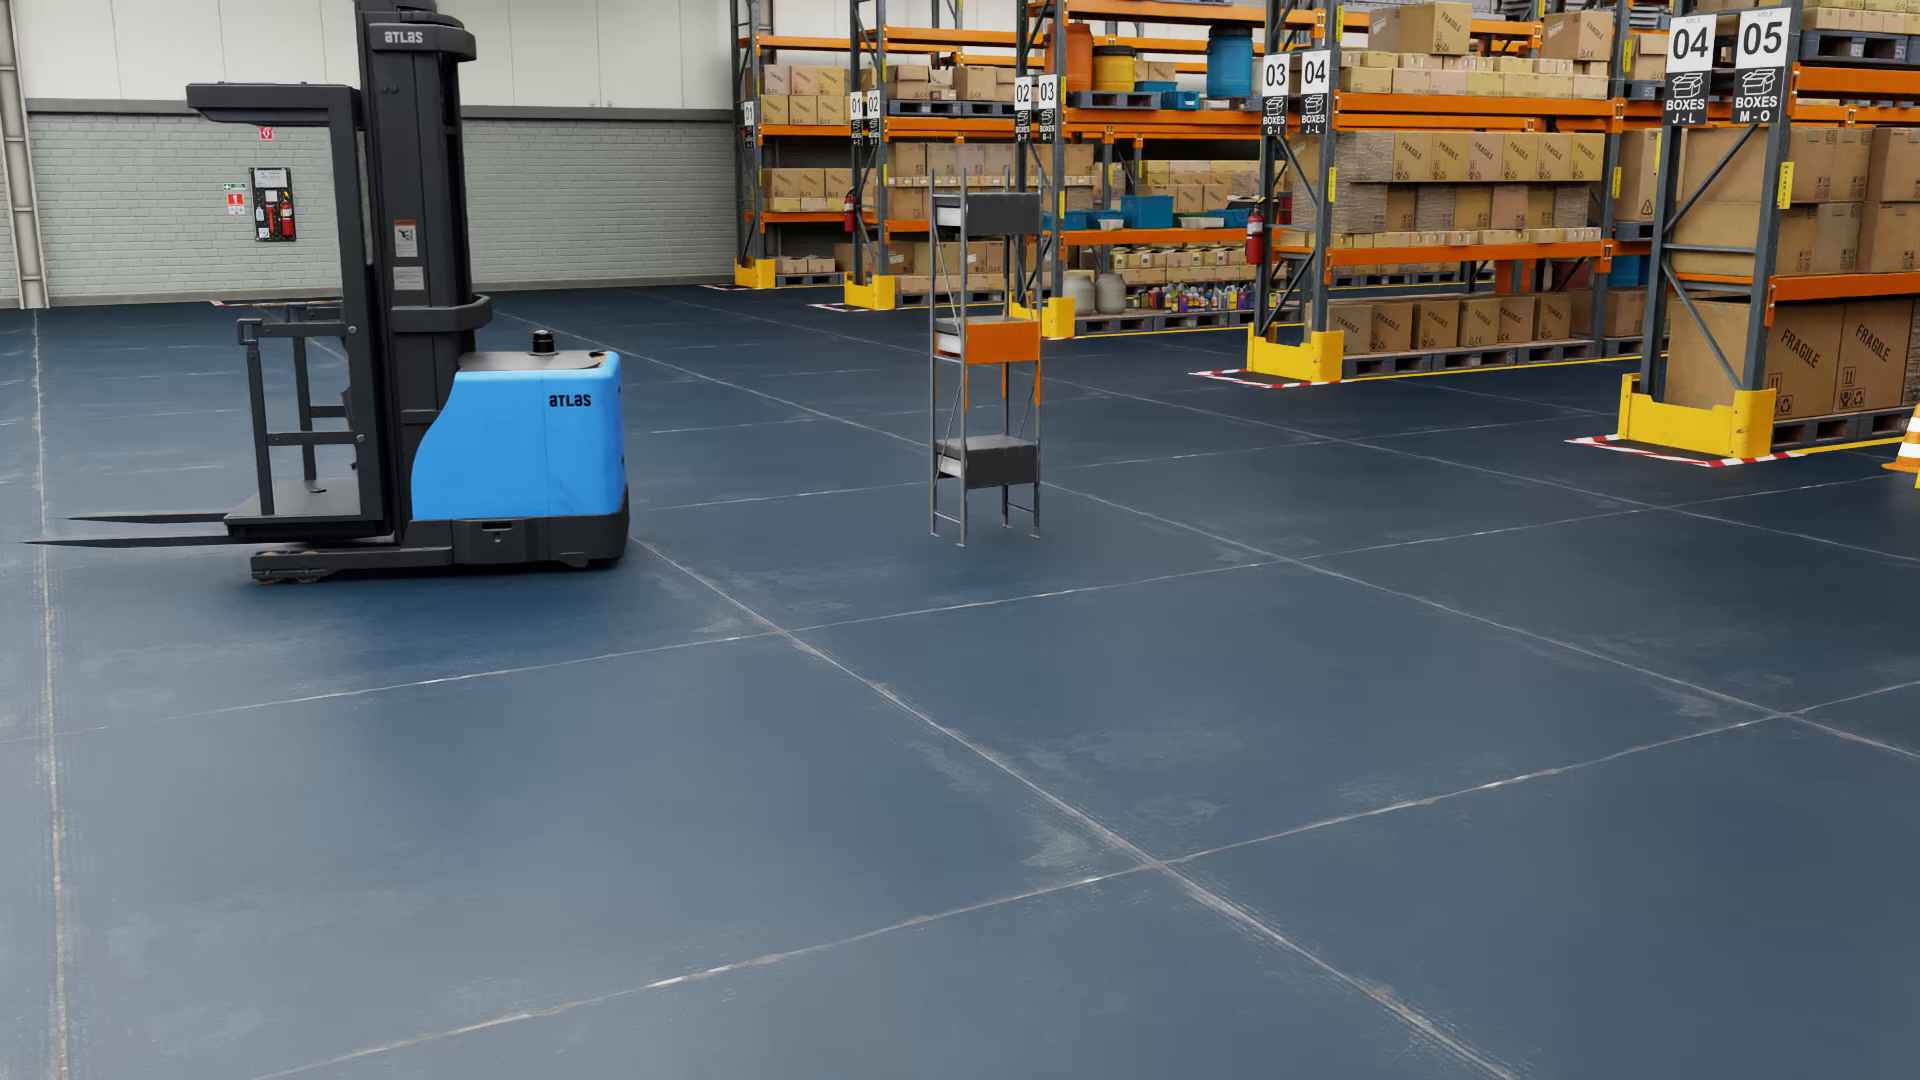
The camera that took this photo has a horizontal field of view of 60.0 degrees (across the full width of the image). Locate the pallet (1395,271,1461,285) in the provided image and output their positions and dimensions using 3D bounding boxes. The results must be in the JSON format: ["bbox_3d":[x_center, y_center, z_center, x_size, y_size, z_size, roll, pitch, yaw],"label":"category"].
[{"bbox_3d":[8.465,-4.875,30.791,1.213,0.211,1.003,-7,14,-28],"label":"pallet"}]

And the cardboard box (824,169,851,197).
[{"bbox_3d":[-2.291,-6.418,29.884,0.500,0.500,0.500,-7,15,-30],"label":"cardboard box"}]

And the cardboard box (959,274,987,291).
[{"bbox_3d":[0.081,-4.049,26.074,0.500,0.250,0.500,-7,14,-28],"label":"cardboard box"}]

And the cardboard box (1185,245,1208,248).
[{"bbox_3d":[4.144,-4.936,28.739,0.500,0.311,0.500,-7,15,-29],"label":"cardboard box"}]

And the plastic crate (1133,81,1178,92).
[{"bbox_3d":[2.528,-5.825,21.866,0.575,0.384,0.392,-7,14,-28],"label":"plastic crate"}]

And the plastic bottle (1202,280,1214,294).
[{"bbox_3d":[3.436,-3.429,23.047,0.185,0.351,0.144,-8,15,-30],"label":"plastic bottle"}]

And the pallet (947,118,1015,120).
[{"bbox_3d":[0.355,-7.857,31.287,1.003,0.211,1.213,-7,14,-28],"label":"pallet"}]

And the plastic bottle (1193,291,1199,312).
[{"bbox_3d":[3.127,-3.172,22.083,0.097,0.271,0.097,0,13,0],"label":"plastic bottle"}]

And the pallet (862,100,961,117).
[{"bbox_3d":[-0.739,-6.556,25.277,1.213,0.211,1.003,-7,14,-28],"label":"pallet"}]

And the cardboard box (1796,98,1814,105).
[{"bbox_3d":[9.664,-5.236,19.554,0.500,0.250,0.500,-7,14,-28],"label":"cardboard box"}]

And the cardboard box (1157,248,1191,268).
[{"bbox_3d":[3.517,-4.726,27.804,0.500,0.311,0.500,-7,15,-30],"label":"cardboard box"}]

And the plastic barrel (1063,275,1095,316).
[{"bbox_3d":[1.539,-3.186,21.645,0.421,0.512,0.421,0,13,0],"label":"plastic barrel"}]

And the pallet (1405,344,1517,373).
[{"bbox_3d":[5.237,-2.010,18.061,1.213,0.211,1.003,-7,14,-28],"label":"pallet"}]

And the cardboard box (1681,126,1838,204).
[{"bbox_3d":[6.003,-2.822,12.514,0.550,0.550,0.875,-7,14,-28],"label":"cardboard box"}]

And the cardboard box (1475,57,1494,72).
[{"bbox_3d":[5.302,-4.921,17.246,0.250,0.149,0.380,-7,15,-30],"label":"cardboard box"}]

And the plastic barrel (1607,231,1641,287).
[{"bbox_3d":[10.424,-4.426,26.268,0.708,0.901,0.600,-7,14,-28],"label":"plastic barrel"}]

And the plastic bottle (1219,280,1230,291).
[{"bbox_3d":[3.671,-3.421,23.011,0.185,0.351,0.144,-7,14,-28],"label":"plastic bottle"}]

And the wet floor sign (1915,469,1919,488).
[{"bbox_3d":[6.582,-0.657,11.058,0.232,0.644,0.267,-10,16,-38],"label":"wet floor sign"}]

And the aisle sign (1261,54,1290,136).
[{"bbox_3d":[3.173,-4.476,16.746,0.004,0.787,0.394,-7,14,-28],"label":"aisle sign"}]

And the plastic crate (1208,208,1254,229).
[{"bbox_3d":[3.668,-4.291,22.181,0.616,0.251,0.499,-7,14,-28],"label":"plastic crate"}]

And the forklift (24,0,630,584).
[{"bbox_3d":[-3.372,-1.325,8.823,3.031,2.935,1.130,-2,13,-9],"label":"forklift"}]

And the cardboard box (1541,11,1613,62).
[{"bbox_3d":[6.609,-5.382,17.816,0.500,0.500,0.500,-7,15,-30],"label":"cardboard box"}]

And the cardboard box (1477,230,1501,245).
[{"bbox_3d":[5.511,-3.221,17.660,0.250,0.149,0.380,-7,14,-28],"label":"cardboard box"}]

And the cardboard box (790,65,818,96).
[{"bbox_3d":[-2.830,-8.067,29.239,0.500,0.500,0.500,-7,14,-29],"label":"cardboard box"}]

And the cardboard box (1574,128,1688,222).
[{"bbox_3d":[7.647,-4.132,18.813,1.000,1.000,1.000,-7,14,-27],"label":"cardboard box"}]

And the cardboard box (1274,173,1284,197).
[{"bbox_3d":[6.500,-7.389,34.660,0.500,0.500,0.500,-7,15,-29],"label":"cardboard box"}]

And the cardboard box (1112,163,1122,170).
[{"bbox_3d":[2.985,-7.400,32.950,0.250,0.149,0.380,-9,16,-35],"label":"cardboard box"}]

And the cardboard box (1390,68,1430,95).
[{"bbox_3d":[4.368,-4.603,16.741,0.500,0.250,0.500,-7,15,-29],"label":"cardboard box"}]

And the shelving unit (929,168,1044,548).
[{"bbox_3d":[0.145,-1.042,9.456,0.503,2.100,0.431,-7,14,-28],"label":"shelving unit"}]

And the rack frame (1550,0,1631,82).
[{"bbox_3d":[6.882,-6.504,18.014,0.127,3.000,1.000,-7,14,-28],"label":"rack frame"}]

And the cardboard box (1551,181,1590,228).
[{"bbox_3d":[6.458,-3.736,18.472,0.500,0.500,0.875,-7,14,-28],"label":"cardboard box"}]

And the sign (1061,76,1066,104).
[{"bbox_3d":[1.258,-5.472,20.241,0.005,0.325,0.100,-7,14,-28],"label":"sign"}]

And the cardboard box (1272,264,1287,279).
[{"bbox_3d":[5.305,-4.669,28.829,0.500,0.250,0.500,-6,14,-27],"label":"cardboard box"}]

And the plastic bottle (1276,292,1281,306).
[{"bbox_3d":[4.340,-3.283,22.737,0.097,0.201,0.097,0,13,0],"label":"plastic bottle"}]

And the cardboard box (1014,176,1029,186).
[{"bbox_3d":[0.888,-5.649,26.173,0.250,0.149,0.380,-6,14,-26],"label":"cardboard box"}]

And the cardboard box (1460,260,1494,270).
[{"bbox_3d":[9.633,-5.234,31.155,0.500,0.311,0.500,-7,14,-28],"label":"cardboard box"}]

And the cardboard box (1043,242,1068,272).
[{"bbox_3d":[1.392,-4.575,26.704,0.500,0.500,0.500,-7,14,-28],"label":"cardboard box"}]

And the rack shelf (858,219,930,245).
[{"bbox_3d":[0.383,-4.925,26.302,4.000,0.370,1.077,-7,14,-28],"label":"rack shelf"}]

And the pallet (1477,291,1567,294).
[{"bbox_3d":[8.692,-3.683,25.495,1.213,0.211,1.003,-7,14,-28],"label":"pallet"}]

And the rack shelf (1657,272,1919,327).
[{"bbox_3d":[7.415,-2.049,13.523,4.000,0.370,1.077,-7,14,-28],"label":"rack shelf"}]

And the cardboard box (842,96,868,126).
[{"bbox_3d":[-1.933,-7.695,29.863,0.500,0.500,0.500,-6,14,-24],"label":"cardboard box"}]

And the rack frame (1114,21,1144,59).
[{"bbox_3d":[3.273,-9.789,32.609,0.127,3.000,1.000,-7,14,-28],"label":"rack frame"}]

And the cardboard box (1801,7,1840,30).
[{"bbox_3d":[6.114,-3.759,12.036,0.250,0.149,0.380,-7,14,-27],"label":"cardboard box"}]

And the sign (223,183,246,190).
[{"bbox_3d":[-11.529,-5.613,26.431,0.331,0.109,0.001,-7,14,-28],"label":"sign"}]

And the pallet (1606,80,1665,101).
[{"bbox_3d":[7.475,-4.994,18.562,1.003,0.211,1.213,-7,14,-28],"label":"pallet"}]

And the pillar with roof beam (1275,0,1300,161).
[{"bbox_3d":[9.047,-9.620,31.860,0.400,9.000,9.100,-7,14,-28],"label":"pillar with roof beam"}]

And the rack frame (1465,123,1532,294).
[{"bbox_3d":[8.020,-4.953,24.784,0.127,3.000,1.000,-7,14,-28],"label":"rack frame"}]

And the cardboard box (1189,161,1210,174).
[{"bbox_3d":[4.703,-7.540,33.620,0.500,0.250,0.500,-7,14,-27],"label":"cardboard box"}]

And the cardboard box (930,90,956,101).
[{"bbox_3d":[-0.255,-6.770,25.324,0.250,0.149,0.380,-7,14,-28],"label":"cardboard box"}]

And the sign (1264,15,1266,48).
[{"bbox_3d":[3.123,-5.161,16.861,0.005,0.325,0.100,-7,14,-28],"label":"sign"}]

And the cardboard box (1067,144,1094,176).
[{"bbox_3d":[1.752,-6.121,26.792,0.500,0.500,0.700,-7,14,-28],"label":"cardboard box"}]

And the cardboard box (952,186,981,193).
[{"bbox_3d":[-0.059,-5.269,25.961,0.500,0.500,0.700,-7,14,-27],"label":"cardboard box"}]

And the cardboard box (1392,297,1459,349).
[{"bbox_3d":[4.994,-2.336,17.894,0.500,0.500,0.500,-5,14,-23],"label":"cardboard box"}]

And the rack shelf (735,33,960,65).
[{"bbox_3d":[-1.993,-8.805,29.884,4.000,0.370,1.077,-7,14,-28],"label":"rack shelf"}]

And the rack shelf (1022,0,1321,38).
[{"bbox_3d":[2.754,-6.702,21.444,4.000,0.370,1.077,-7,14,-28],"label":"rack shelf"}]

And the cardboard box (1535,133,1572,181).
[{"bbox_3d":[6.181,-4.106,17.839,0.500,0.500,0.500,-7,14,-28],"label":"cardboard box"}]
